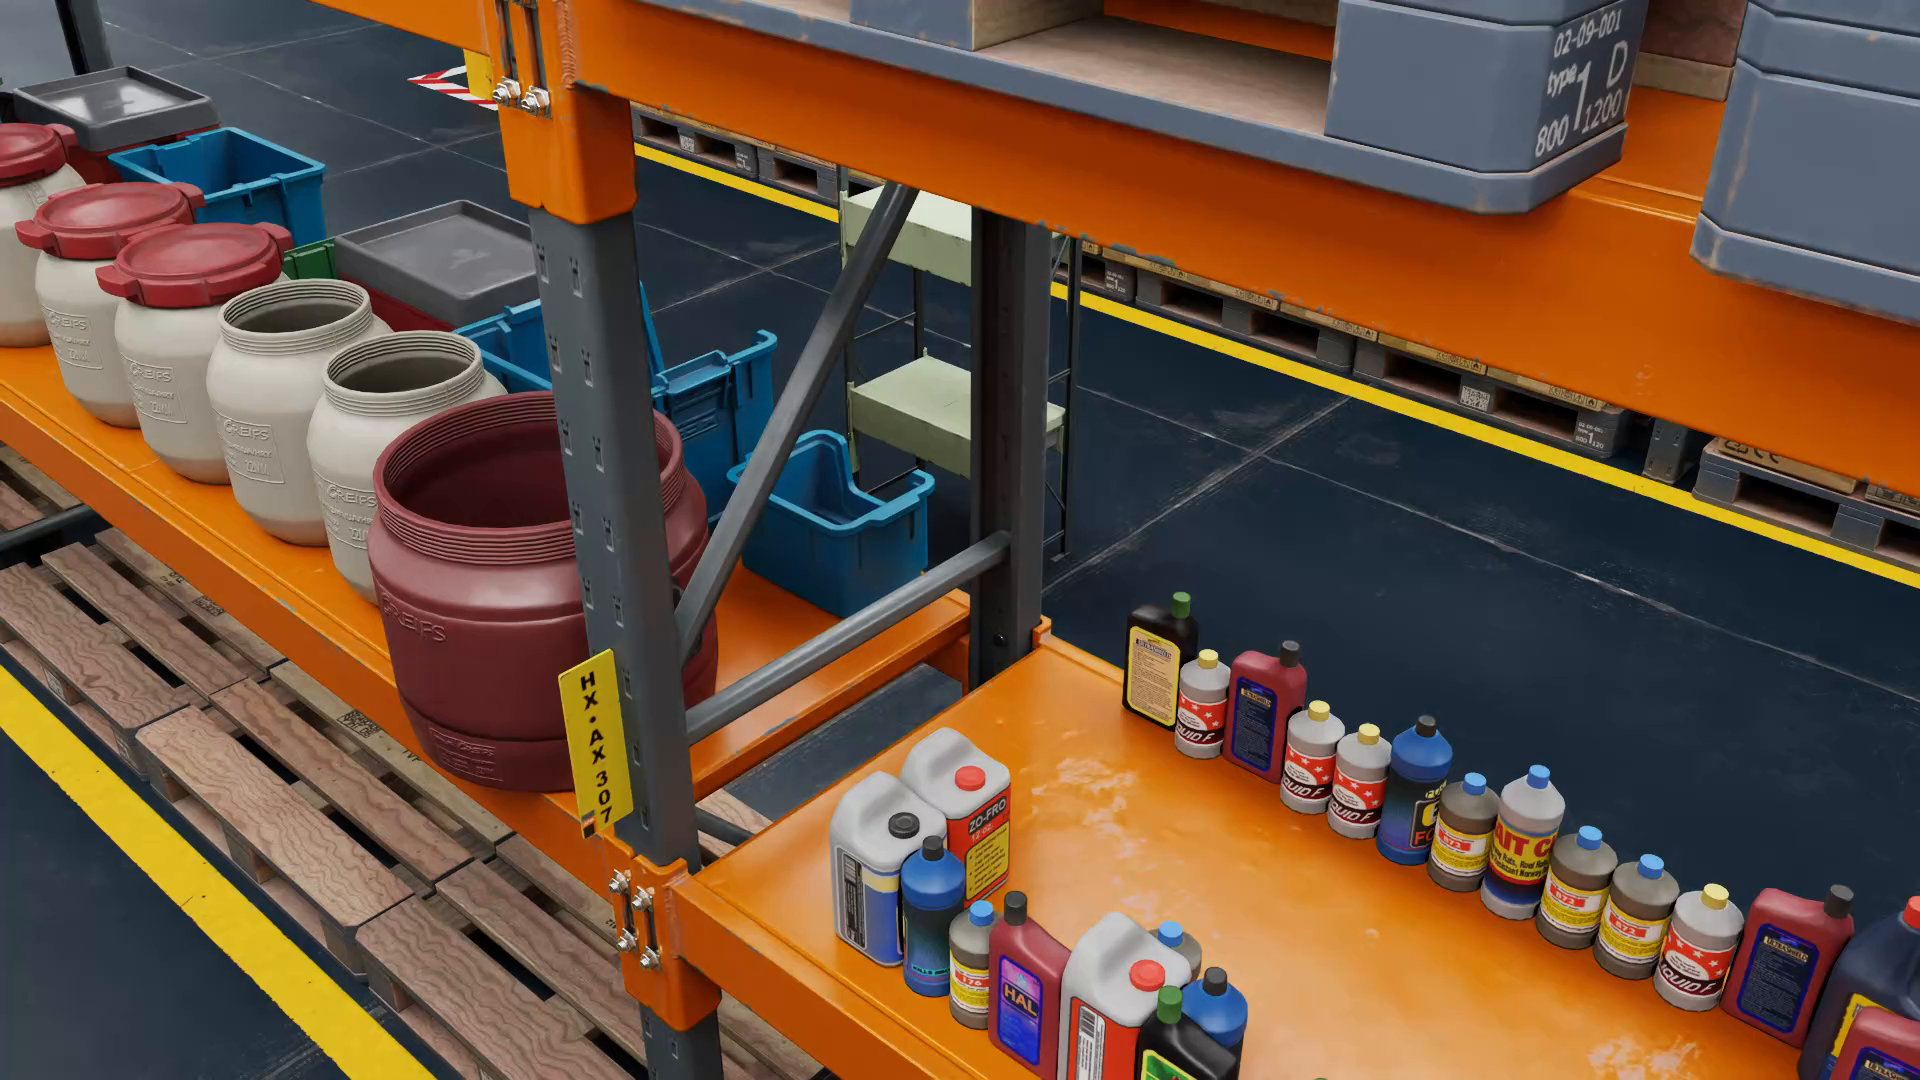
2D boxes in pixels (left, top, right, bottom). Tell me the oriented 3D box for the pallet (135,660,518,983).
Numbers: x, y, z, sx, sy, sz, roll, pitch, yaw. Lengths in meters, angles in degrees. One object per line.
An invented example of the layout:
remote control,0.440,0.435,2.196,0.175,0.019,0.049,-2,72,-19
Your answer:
pallet,-1.660,0.674,4.926,1.213,0.211,1.003,25,39,35

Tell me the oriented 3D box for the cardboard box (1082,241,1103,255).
cardboard box,0.660,-1.683,8.396,0.500,0.250,0.500,26,40,36

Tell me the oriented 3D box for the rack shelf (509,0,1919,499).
rack shelf,1.271,-0.100,1.298,4.000,0.370,1.077,25,39,35

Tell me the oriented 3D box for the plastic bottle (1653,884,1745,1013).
plastic bottle,1.124,0.609,2.523,0.097,0.201,0.097,0,31,0

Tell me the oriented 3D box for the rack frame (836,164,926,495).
rack frame,-0.276,-0.772,6.077,0.023,1.500,0.400,25,39,35

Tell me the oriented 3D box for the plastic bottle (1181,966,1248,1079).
plastic bottle,0.344,0.700,2.303,0.097,0.271,0.097,0,31,0

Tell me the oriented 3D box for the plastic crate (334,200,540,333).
plastic crate,-1.204,-0.519,4.142,0.583,0.464,0.402,25,39,35

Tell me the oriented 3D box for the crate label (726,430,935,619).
crate label,-0.273,-0.033,3.559,0.416,0.233,0.303,25,39,35

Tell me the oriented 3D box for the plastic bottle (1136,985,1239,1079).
plastic bottle,0.304,0.732,2.240,0.133,0.283,0.061,25,39,35

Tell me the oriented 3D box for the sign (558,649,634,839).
sign,-0.576,0.327,2.640,0.005,0.325,0.100,25,39,35

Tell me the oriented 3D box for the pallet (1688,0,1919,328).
pallet,1.264,-0.261,1.050,1.213,0.211,1.003,25,39,35

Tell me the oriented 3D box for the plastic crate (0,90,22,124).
plastic crate,-3.480,-1.403,5.733,0.504,0.338,0.767,25,39,35

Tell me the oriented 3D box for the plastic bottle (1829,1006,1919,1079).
plastic bottle,1.262,0.726,2.249,0.133,0.283,0.061,25,39,35

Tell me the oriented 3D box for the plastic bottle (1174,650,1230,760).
plastic bottle,0.448,0.293,3.047,0.097,0.201,0.097,0,31,0

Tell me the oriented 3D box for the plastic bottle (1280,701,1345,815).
plastic bottle,0.619,0.373,2.915,0.097,0.201,0.097,0,31,0

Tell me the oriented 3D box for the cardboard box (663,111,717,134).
cardboard box,-1.457,-2.689,10.067,0.500,0.250,0.500,25,39,35

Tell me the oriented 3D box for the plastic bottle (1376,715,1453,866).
plastic bottle,0.763,0.410,2.785,0.097,0.271,0.097,0,31,0

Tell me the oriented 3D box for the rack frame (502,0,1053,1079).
rack frame,-0.212,0.184,3.036,0.127,3.000,1.000,25,39,35

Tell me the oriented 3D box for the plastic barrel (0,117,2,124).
plastic barrel,-3.094,-1.165,4.791,0.708,0.901,0.600,25,39,35

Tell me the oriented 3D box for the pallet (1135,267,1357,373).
pallet,1.630,-1.236,8.099,1.213,0.211,1.003,25,39,35

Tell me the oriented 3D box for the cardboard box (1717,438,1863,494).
cardboard box,3.261,-0.559,6.268,0.500,0.500,0.500,27,40,37

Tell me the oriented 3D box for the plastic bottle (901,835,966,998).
plastic bottle,-0.040,0.563,2.531,0.097,0.271,0.097,0,31,0

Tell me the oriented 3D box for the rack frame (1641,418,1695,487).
rack frame,3.115,-1.709,6.180,0.127,3.000,1.000,25,39,35

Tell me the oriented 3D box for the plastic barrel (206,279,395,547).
plastic barrel,-1.430,-0.284,3.705,0.421,0.512,0.421,0,31,0

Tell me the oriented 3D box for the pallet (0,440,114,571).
pallet,-3.647,-0.254,6.467,1.213,0.211,1.003,25,39,35

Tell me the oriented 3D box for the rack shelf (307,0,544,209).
rack shelf,-1.695,-1.485,3.597,4.000,0.370,1.077,25,39,35

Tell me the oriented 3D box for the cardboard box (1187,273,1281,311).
cardboard box,1.423,-1.329,7.807,0.500,0.250,0.500,26,40,36

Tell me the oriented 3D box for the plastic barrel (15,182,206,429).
plastic barrel,-2.071,-0.589,4.189,0.433,0.535,0.433,0,31,0

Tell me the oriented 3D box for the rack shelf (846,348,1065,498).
rack shelf,-0.005,-0.366,6.035,0.720,0.370,0.431,25,39,35

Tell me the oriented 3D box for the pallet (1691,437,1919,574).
pallet,3.643,-0.241,6.446,1.213,0.211,1.003,25,39,35

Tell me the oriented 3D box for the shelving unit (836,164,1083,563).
shelving unit,-0.005,-0.645,5.867,0.755,1.500,0.431,25,39,35

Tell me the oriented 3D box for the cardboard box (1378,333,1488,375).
cardboard box,2.177,-0.976,7.222,0.500,0.250,0.500,25,39,35

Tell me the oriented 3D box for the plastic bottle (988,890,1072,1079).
plastic bottle,0.105,0.639,2.394,0.133,0.283,0.061,25,39,35

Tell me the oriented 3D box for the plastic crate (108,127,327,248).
plastic crate,-2.151,-0.930,4.903,0.575,0.384,0.392,25,39,35

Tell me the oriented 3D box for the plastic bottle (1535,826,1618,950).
plastic bottle,0.980,0.541,2.635,0.097,0.201,0.097,0,31,0

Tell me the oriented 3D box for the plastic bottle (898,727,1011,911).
plastic bottle,-0.006,0.453,2.710,0.135,0.276,0.152,25,39,35

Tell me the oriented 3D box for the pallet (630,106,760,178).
pallet,-1.321,-2.612,10.384,1.213,0.211,1.003,25,39,35

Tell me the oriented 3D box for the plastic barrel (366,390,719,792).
plastic barrel,-0.759,0.081,3.075,0.708,0.536,0.600,25,39,35

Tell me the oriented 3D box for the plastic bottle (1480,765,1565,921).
plastic bottle,0.908,0.478,2.673,0.097,0.271,0.097,0,31,0

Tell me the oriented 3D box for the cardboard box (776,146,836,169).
cardboard box,-0.705,-2.349,9.502,0.500,0.250,0.500,25,39,35
